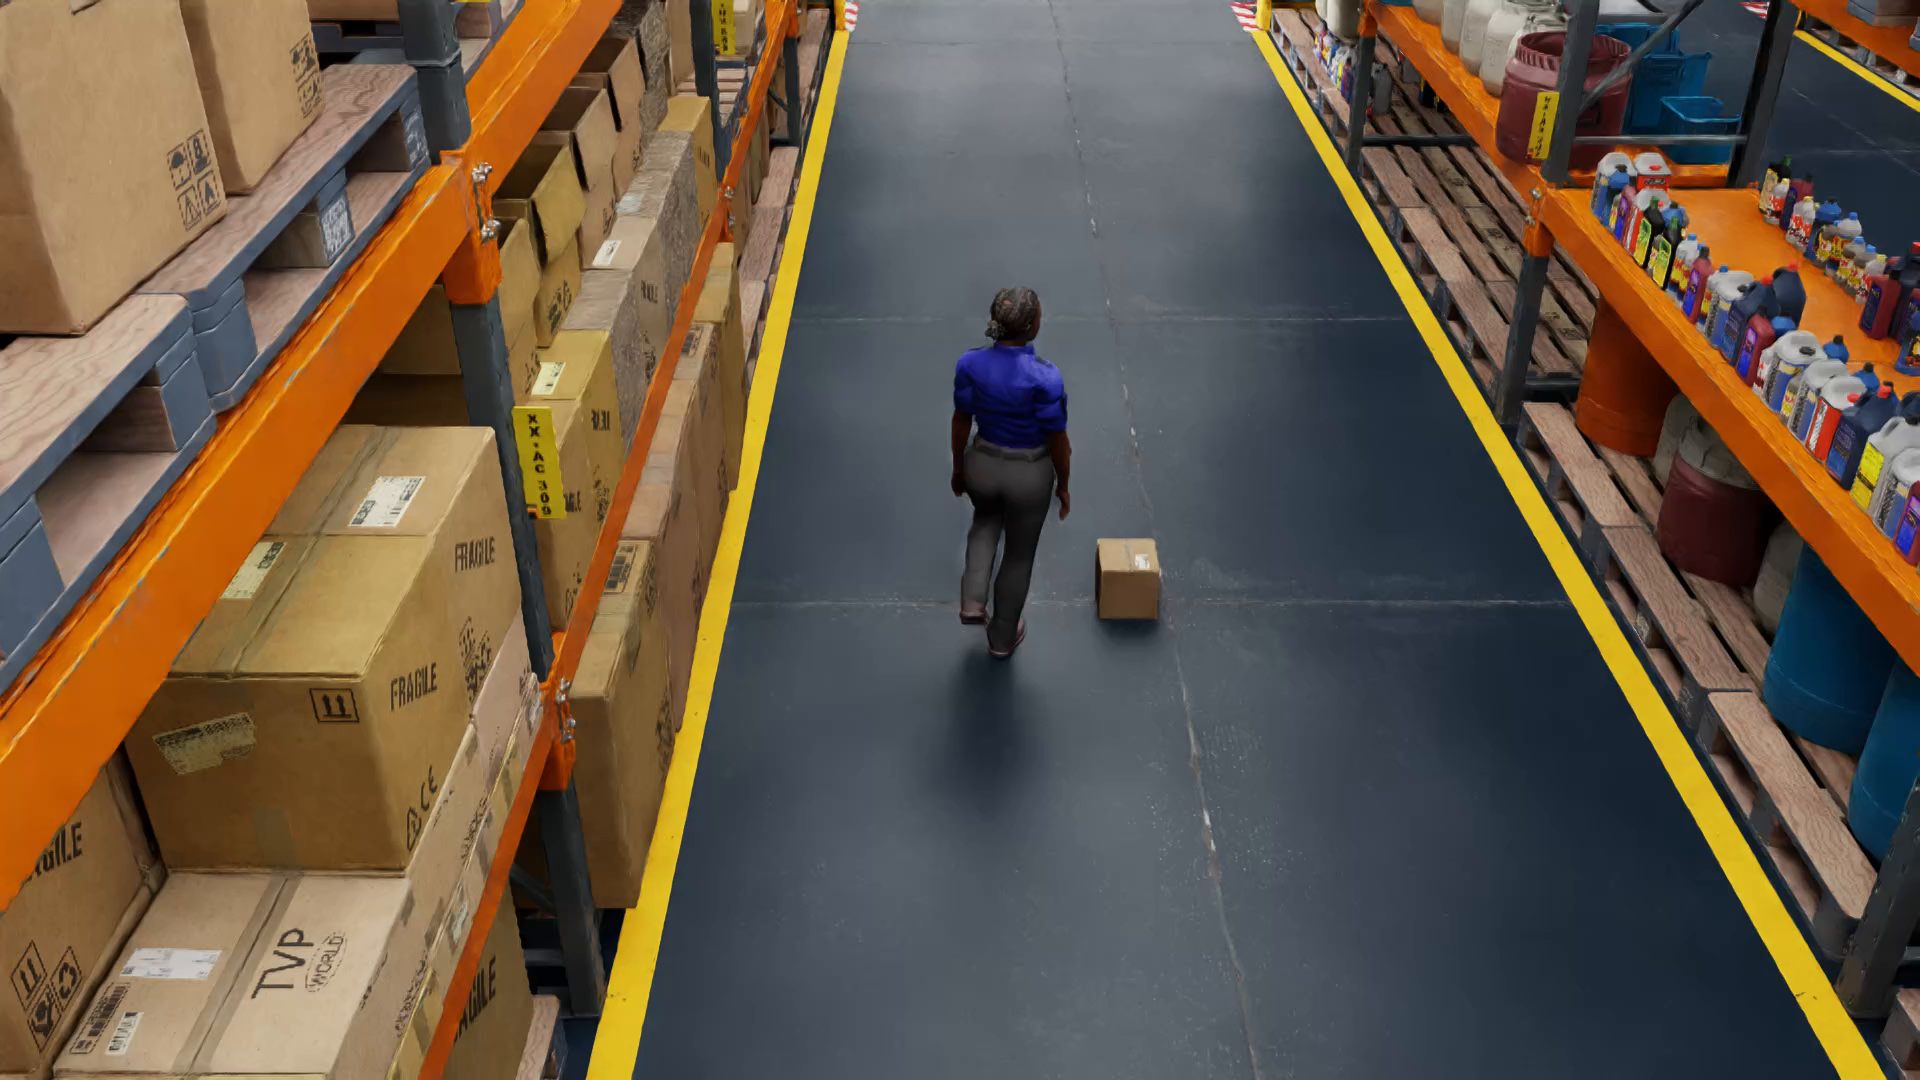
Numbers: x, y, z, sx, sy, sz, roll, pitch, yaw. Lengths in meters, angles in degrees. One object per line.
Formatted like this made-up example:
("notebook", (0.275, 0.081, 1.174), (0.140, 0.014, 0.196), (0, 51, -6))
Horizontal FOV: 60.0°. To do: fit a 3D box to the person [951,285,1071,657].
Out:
("person", (0.212, -0.268, 6.567), (0.504, 1.657, 0.456), (12, 34, 18))
